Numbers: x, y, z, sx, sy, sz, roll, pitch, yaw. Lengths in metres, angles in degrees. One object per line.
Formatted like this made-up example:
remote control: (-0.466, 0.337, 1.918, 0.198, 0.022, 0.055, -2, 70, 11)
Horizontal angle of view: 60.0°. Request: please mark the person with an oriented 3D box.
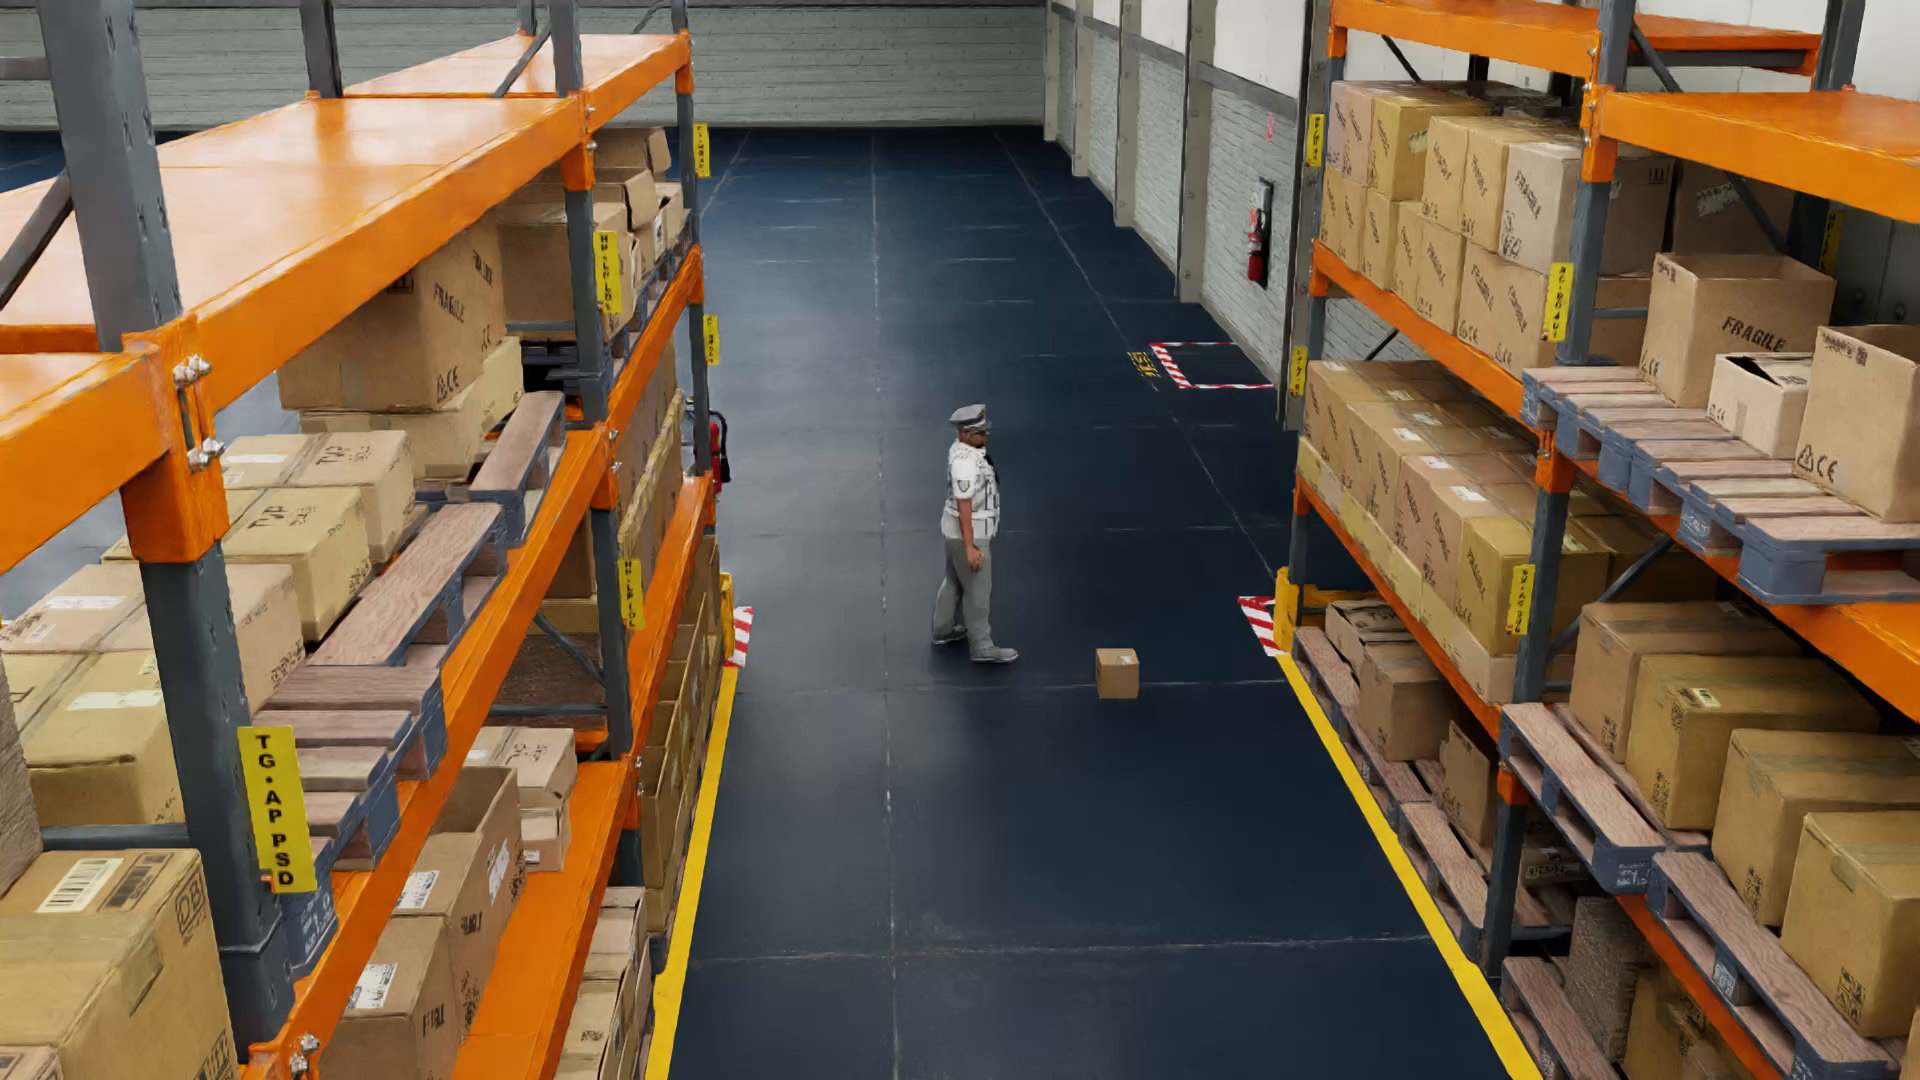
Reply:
person: (0.100, -0.048, 11.139, 0.592, 1.750, 0.717, -1, 20, -2)
